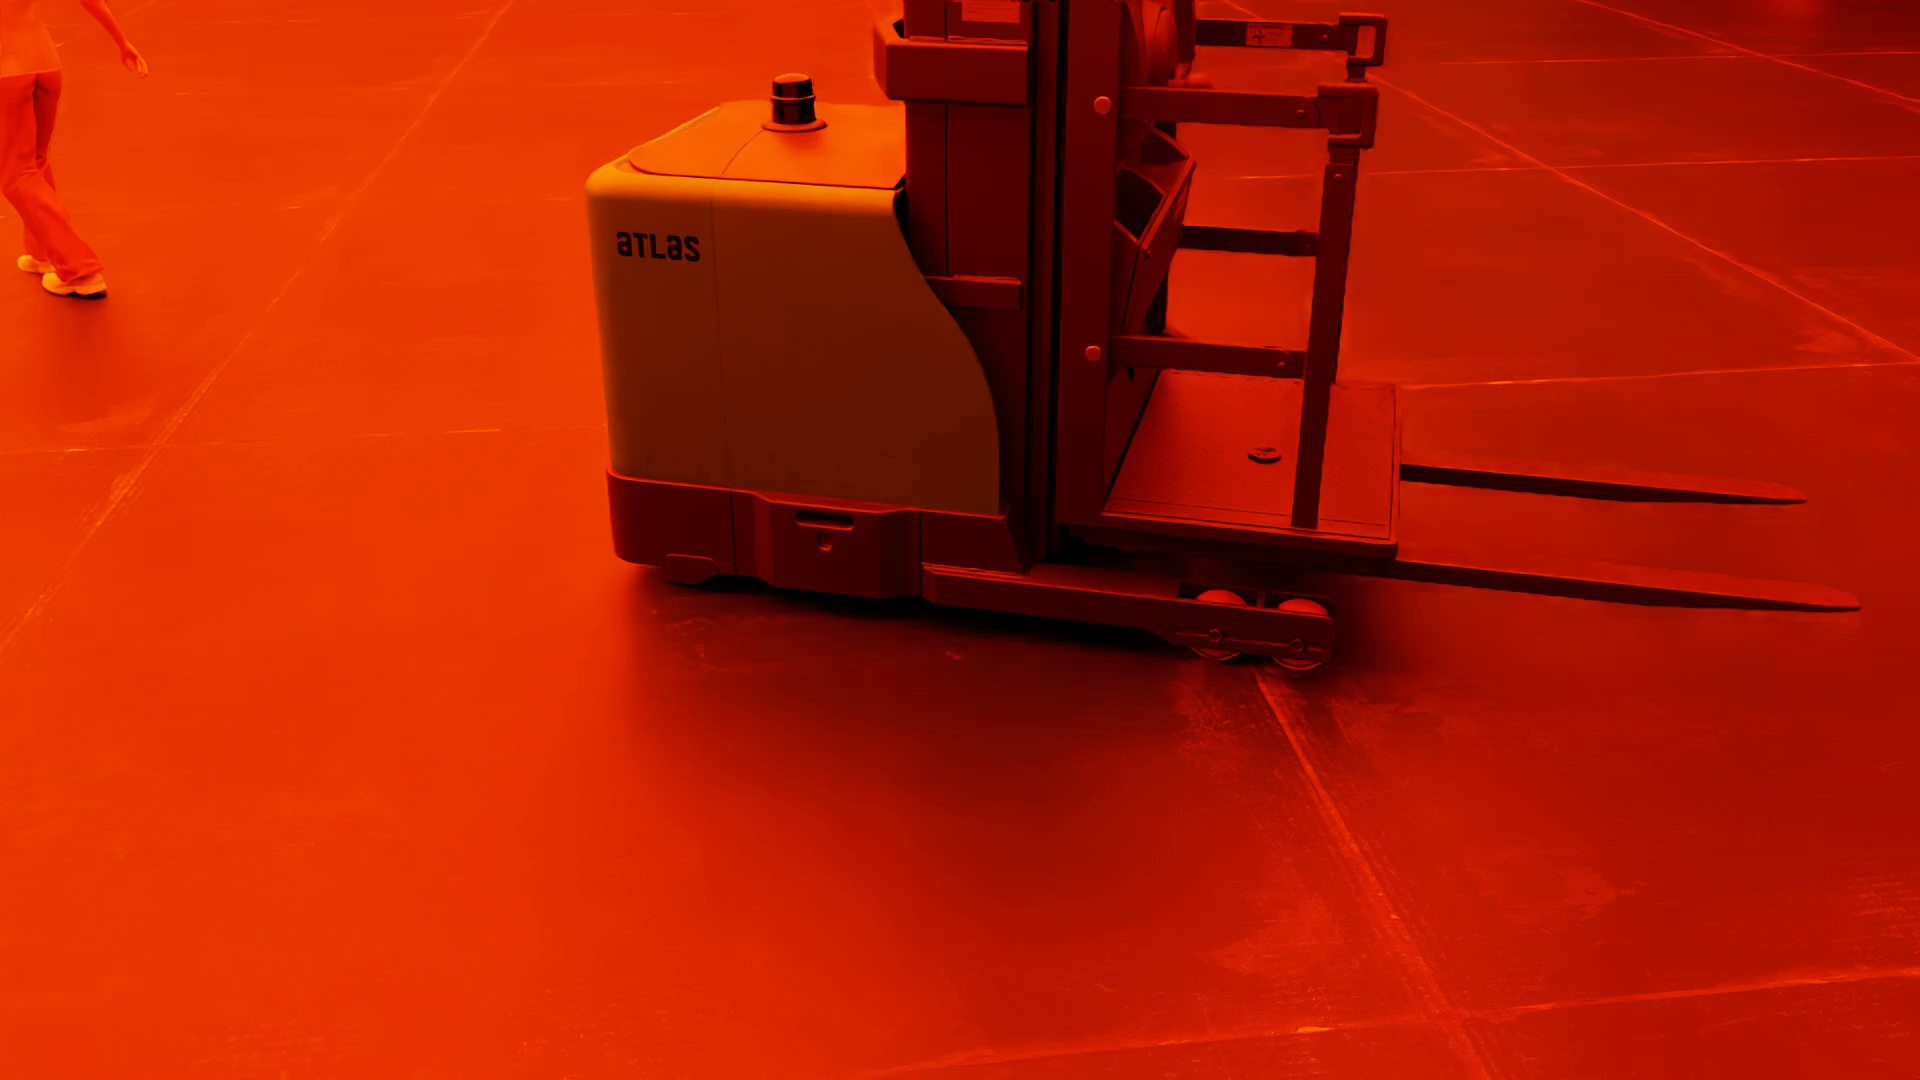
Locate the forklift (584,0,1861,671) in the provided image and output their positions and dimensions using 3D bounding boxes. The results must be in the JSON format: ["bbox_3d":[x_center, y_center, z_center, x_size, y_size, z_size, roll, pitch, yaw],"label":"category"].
[{"bbox_3d":[0.658,-1.265,3.855,3.031,2.935,1.130,6,26,13],"label":"forklift"}]

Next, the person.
[{"bbox_3d":[-3.676,-1.800,6.458,0.718,1.655,0.876,11,28,22],"label":"person"}]
